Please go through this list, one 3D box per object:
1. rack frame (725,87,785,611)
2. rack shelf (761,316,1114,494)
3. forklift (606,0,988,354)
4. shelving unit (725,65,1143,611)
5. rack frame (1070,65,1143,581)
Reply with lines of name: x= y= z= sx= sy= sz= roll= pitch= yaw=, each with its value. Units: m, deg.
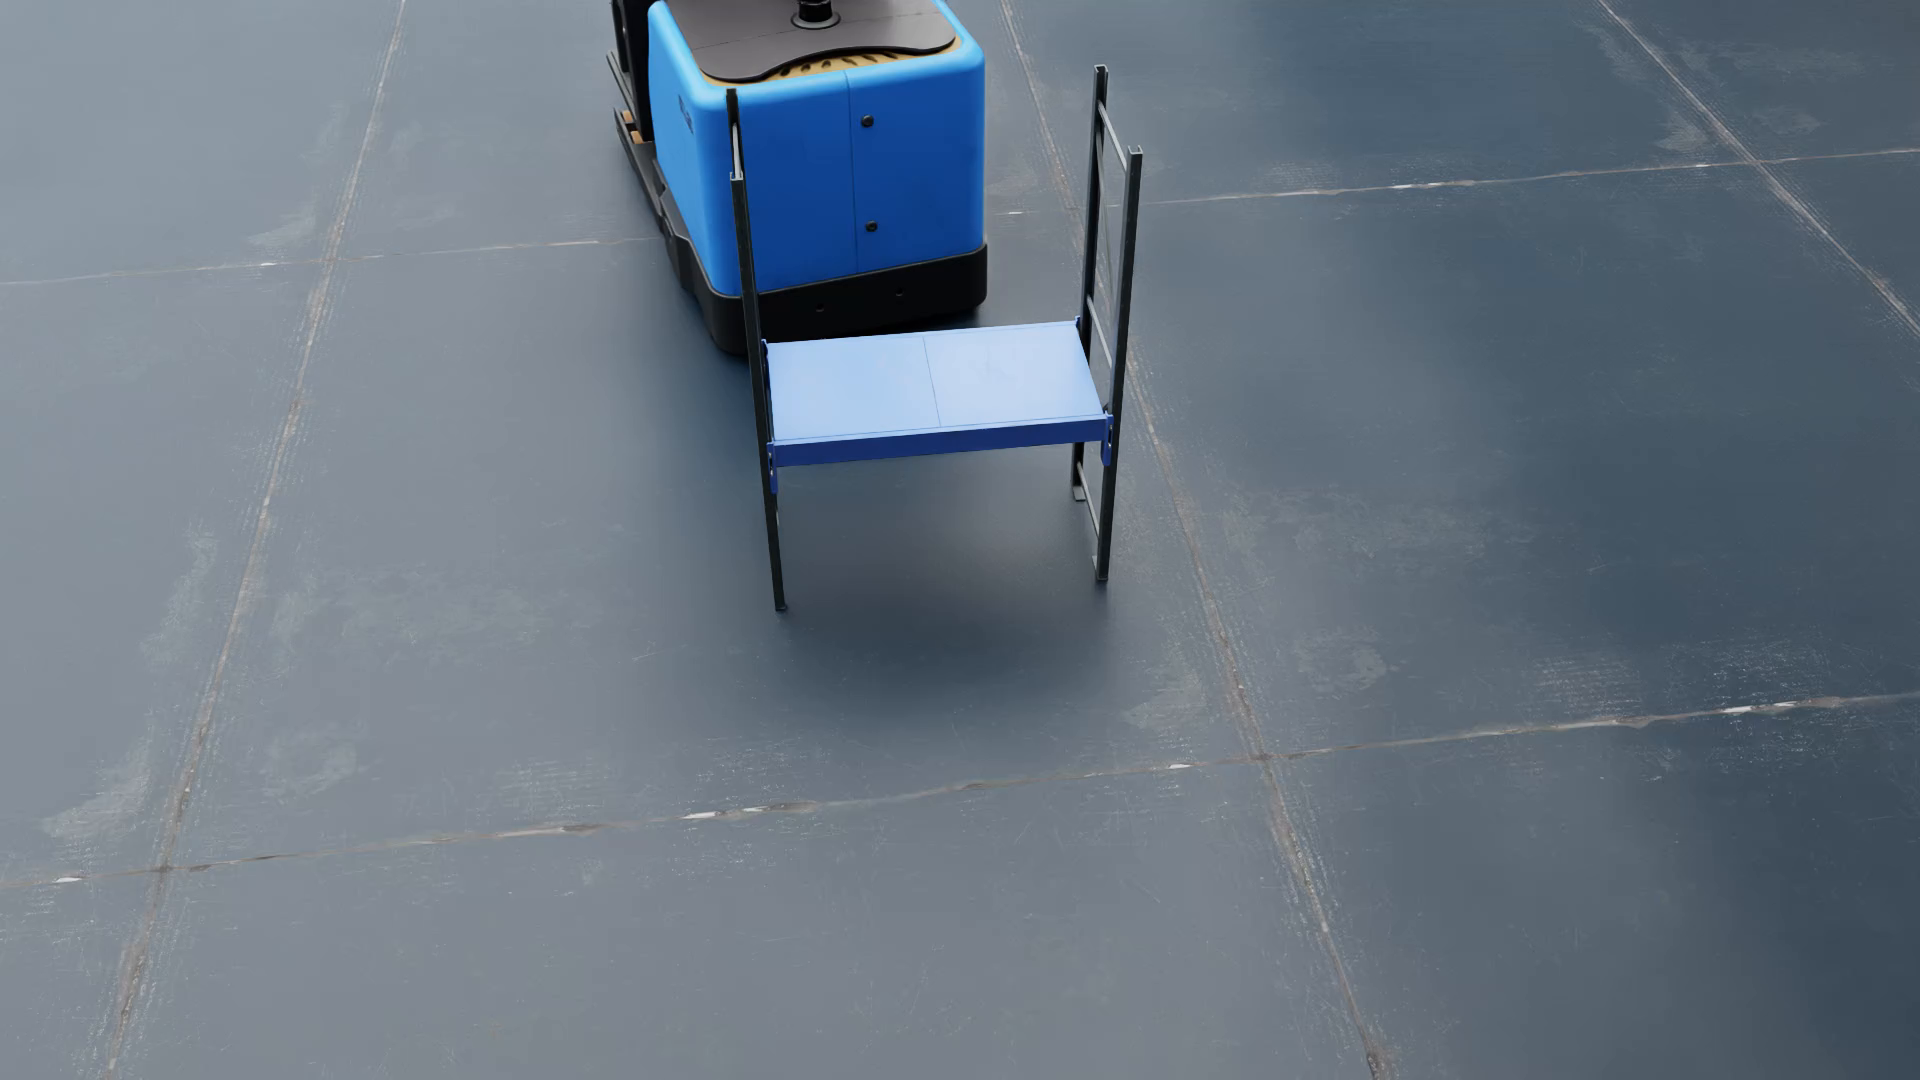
rack frame: x=-0.589 y=-0.505 z=4.828 sx=0.032 sy=1.500 sz=0.500 roll=-5 pitch=42 yaw=-6
rack shelf: x=-0.085 y=-0.416 z=4.997 sx=1.000 sy=0.185 sz=0.538 roll=-5 pitch=42 yaw=-6
forklift: x=-0.867 y=-2.764 z=6.263 sx=1.130 sy=2.935 sz=3.031 roll=-13 pitch=44 yaw=-14
shelving unit: x=-0.085 y=-0.550 z=4.877 sx=1.048 sy=1.500 sz=0.538 roll=-5 pitch=42 yaw=-6
rack frame: x=0.419 y=-0.594 z=4.926 sx=0.032 sy=1.500 sz=0.500 roll=-5 pitch=42 yaw=-6
